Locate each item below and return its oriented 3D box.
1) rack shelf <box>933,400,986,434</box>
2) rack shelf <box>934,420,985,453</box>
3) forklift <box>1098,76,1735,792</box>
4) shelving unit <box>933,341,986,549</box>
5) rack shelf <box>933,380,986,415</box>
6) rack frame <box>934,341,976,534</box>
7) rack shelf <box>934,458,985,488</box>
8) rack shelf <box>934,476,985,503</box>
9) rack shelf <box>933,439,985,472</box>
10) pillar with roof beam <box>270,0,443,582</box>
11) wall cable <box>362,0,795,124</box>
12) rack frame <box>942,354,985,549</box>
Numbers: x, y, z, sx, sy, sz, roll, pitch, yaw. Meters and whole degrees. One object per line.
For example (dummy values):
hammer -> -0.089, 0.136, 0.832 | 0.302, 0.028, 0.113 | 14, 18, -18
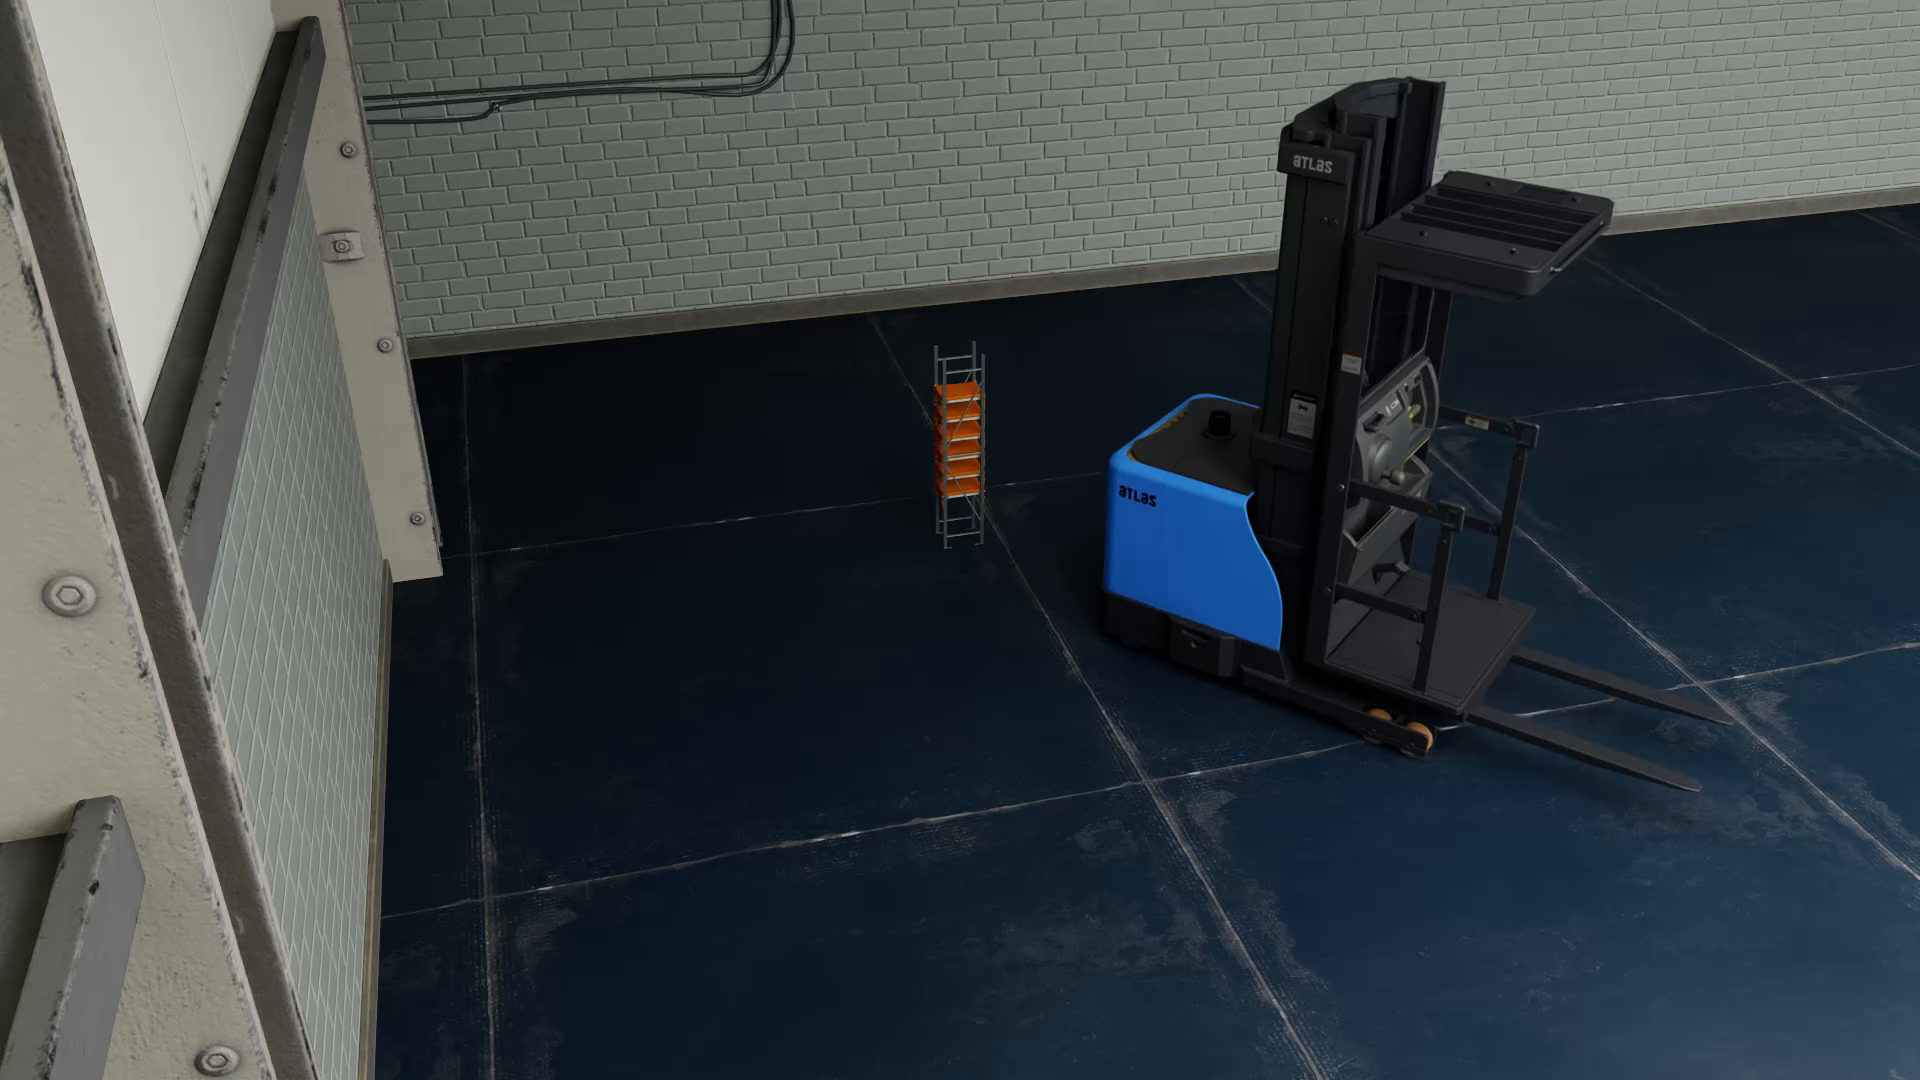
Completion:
rack shelf -> -0.004, -0.696, 9.364 | 0.258, 0.103, 0.180 | -8, 31, -13
rack shelf -> -0.004, -0.592, 9.424 | 0.258, 0.103, 0.180 | -8, 31, -13
forklift -> 2.231, -0.531, 7.742 | 3.031, 2.935, 1.130 | 19, 35, 30
shelving unit -> -0.004, -0.526, 9.462 | 0.258, 1.200, 0.189 | -8, 31, -13
rack shelf -> -0.004, -0.799, 9.303 | 0.258, 0.103, 0.180 | -8, 31, -13
rack frame -> -0.028, -0.570, 9.538 | 0.240, 1.200, 0.006 | -8, 31, -13
rack shelf -> -0.004, -0.384, 9.544 | 0.258, 0.103, 0.180 | -8, 31, -13
rack shelf -> -0.004, -0.280, 9.604 | 0.258, 0.103, 0.180 | -8, 31, -13
rack shelf -> -0.004, -0.488, 9.484 | 0.258, 0.103, 0.180 | -8, 31, -13
pillar with roof beam -> 1.026, -4.341, 8.266 | 9.100, 9.000, 0.400 | -8, 31, -13
wall cable -> -2.632, -4.023, 10.817 | 3.097, 2.526, 0.112 | -8, 31, -13
rack frame -> 0.020, -0.482, 9.385 | 0.240, 1.200, 0.006 | -8, 31, -13
